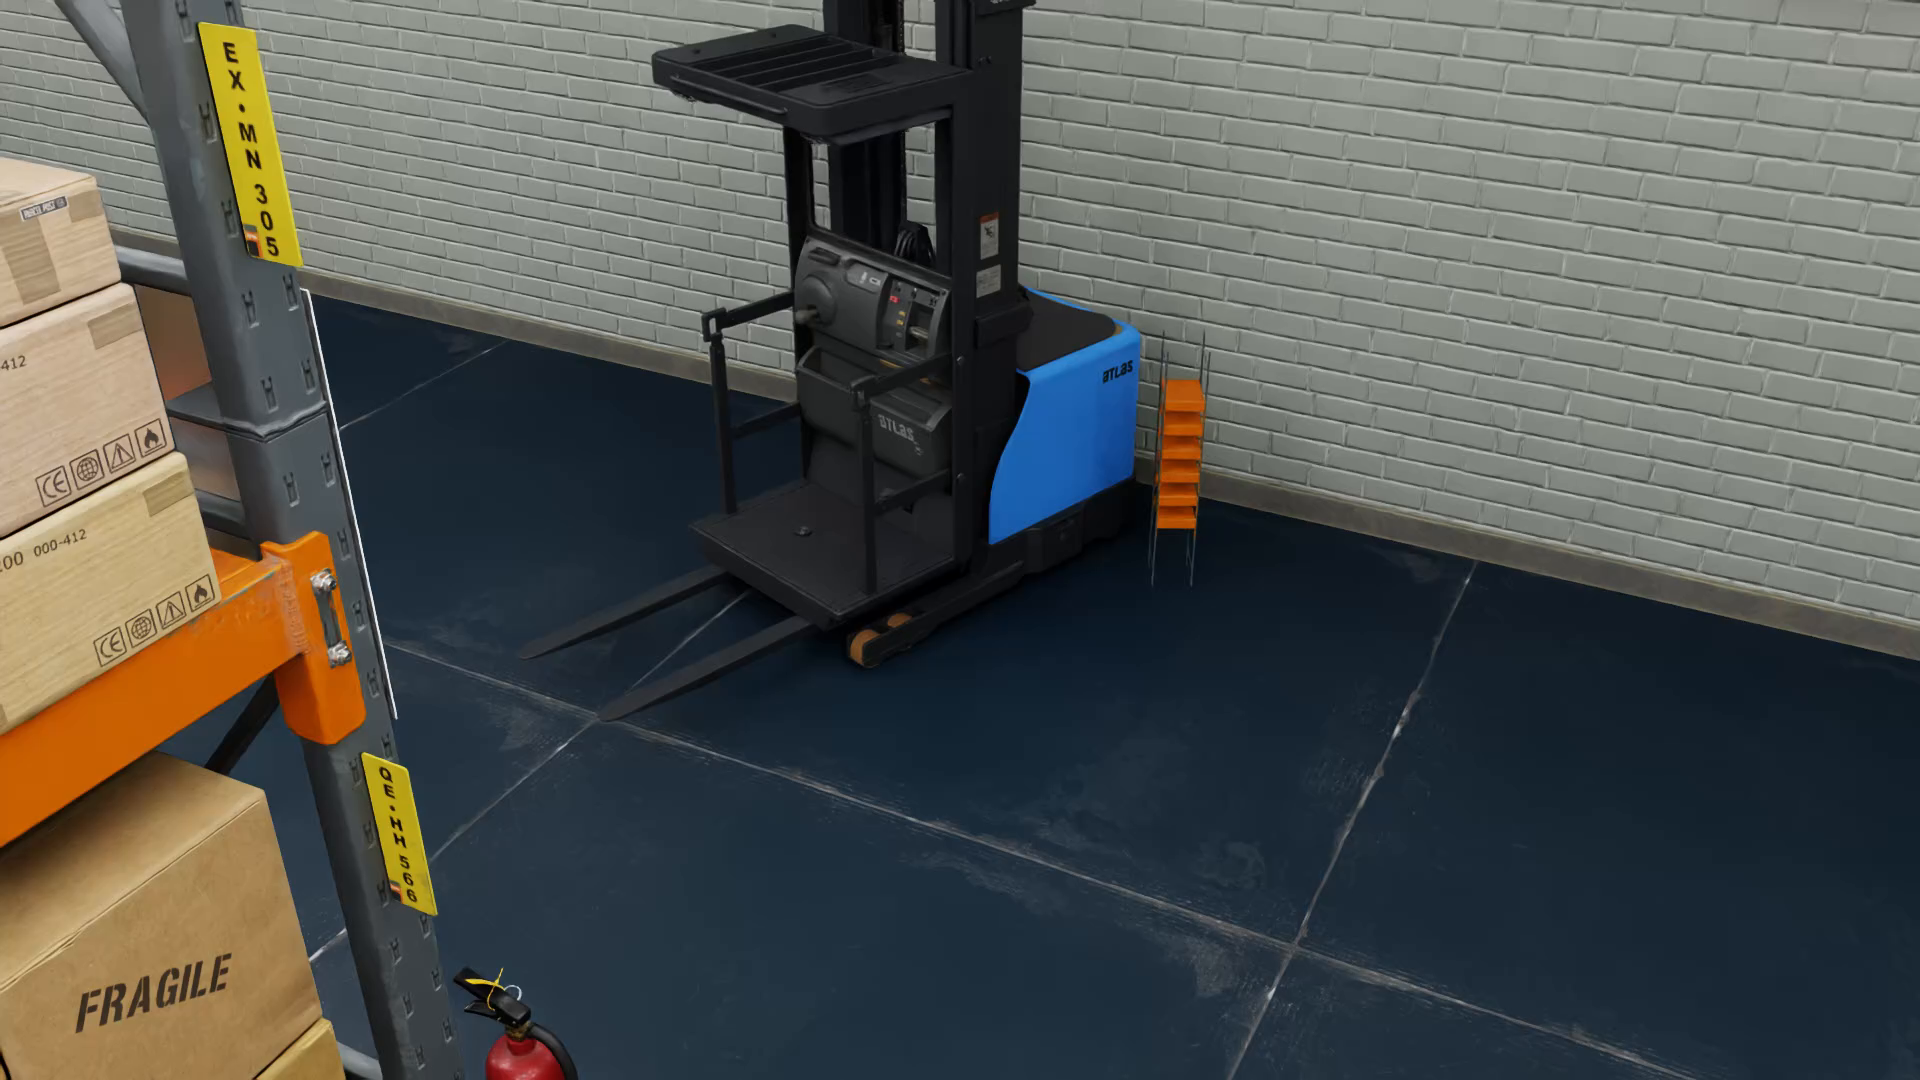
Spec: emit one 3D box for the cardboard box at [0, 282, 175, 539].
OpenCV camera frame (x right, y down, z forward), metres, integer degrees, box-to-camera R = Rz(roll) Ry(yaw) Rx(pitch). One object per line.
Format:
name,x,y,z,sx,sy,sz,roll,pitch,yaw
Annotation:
cardboard box,-1.434,-0.175,2.180,0.500,0.250,0.500,13,32,22

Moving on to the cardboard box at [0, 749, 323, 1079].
cardboard box,-1.438,0.669,2.670,0.500,0.500,0.500,14,33,22

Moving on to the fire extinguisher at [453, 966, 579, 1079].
fire extinguisher,-0.925,1.204,3.594,0.296,0.674,0.183,14,33,23

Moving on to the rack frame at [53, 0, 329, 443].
rack frame,-1.451,-1.586,1.976,1.000,3.000,0.127,14,33,23

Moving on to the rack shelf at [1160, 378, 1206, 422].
rack shelf,1.004,-0.634,7.515,0.180,0.103,0.258,1,30,1

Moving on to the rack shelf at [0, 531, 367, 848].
rack shelf,-2.362,0.913,1.358,1.077,0.370,4.000,14,33,23

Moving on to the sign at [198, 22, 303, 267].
sign,-0.966,-0.535,2.268,0.100,0.325,0.005,14,33,23

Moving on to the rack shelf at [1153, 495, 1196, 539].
rack shelf,1.004,-0.114,7.814,0.180,0.103,0.258,1,30,1

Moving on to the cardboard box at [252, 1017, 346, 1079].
cardboard box,-1.426,1.101,2.922,0.500,0.500,0.500,15,33,24

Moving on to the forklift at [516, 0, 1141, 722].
forklift,-0.541,-1.003,7.054,3.031,2.935,1.130,-26,39,-37

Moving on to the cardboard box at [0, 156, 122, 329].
cardboard box,-1.340,-0.396,2.164,0.380,0.149,0.250,14,33,23

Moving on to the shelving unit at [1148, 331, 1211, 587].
shelving unit,1.004,-0.360,7.672,0.189,1.200,0.258,1,30,1

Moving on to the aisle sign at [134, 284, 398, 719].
aisle sign,-1.150,-0.076,2.760,0.394,0.787,0.004,14,33,23

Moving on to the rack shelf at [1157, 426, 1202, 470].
rack shelf,1.004,-0.426,7.635,0.180,0.103,0.258,1,30,1

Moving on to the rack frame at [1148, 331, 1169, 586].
rack frame,0.913,-0.361,7.674,0.006,1.200,0.240,1,30,1

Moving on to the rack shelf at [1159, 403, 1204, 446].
rack shelf,1.004,-0.530,7.575,0.180,0.103,0.258,1,30,1

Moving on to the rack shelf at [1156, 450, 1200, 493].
rack shelf,1.004,-0.322,7.695,0.180,0.103,0.258,1,30,1

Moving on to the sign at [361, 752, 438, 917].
sign,-0.966,0.511,2.868,0.100,0.325,0.005,14,33,23

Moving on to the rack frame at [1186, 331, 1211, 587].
rack frame,1.096,-0.359,7.671,0.006,1.200,0.240,1,30,1

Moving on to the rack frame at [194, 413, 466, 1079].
rack frame,-1.451,1.015,3.470,1.000,3.000,0.127,14,33,23

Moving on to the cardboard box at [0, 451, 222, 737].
cardboard box,-1.422,0.041,2.305,0.500,0.250,0.500,14,33,22

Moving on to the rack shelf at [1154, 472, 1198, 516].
rack shelf,1.004,-0.218,7.754,0.180,0.103,0.258,1,30,1
